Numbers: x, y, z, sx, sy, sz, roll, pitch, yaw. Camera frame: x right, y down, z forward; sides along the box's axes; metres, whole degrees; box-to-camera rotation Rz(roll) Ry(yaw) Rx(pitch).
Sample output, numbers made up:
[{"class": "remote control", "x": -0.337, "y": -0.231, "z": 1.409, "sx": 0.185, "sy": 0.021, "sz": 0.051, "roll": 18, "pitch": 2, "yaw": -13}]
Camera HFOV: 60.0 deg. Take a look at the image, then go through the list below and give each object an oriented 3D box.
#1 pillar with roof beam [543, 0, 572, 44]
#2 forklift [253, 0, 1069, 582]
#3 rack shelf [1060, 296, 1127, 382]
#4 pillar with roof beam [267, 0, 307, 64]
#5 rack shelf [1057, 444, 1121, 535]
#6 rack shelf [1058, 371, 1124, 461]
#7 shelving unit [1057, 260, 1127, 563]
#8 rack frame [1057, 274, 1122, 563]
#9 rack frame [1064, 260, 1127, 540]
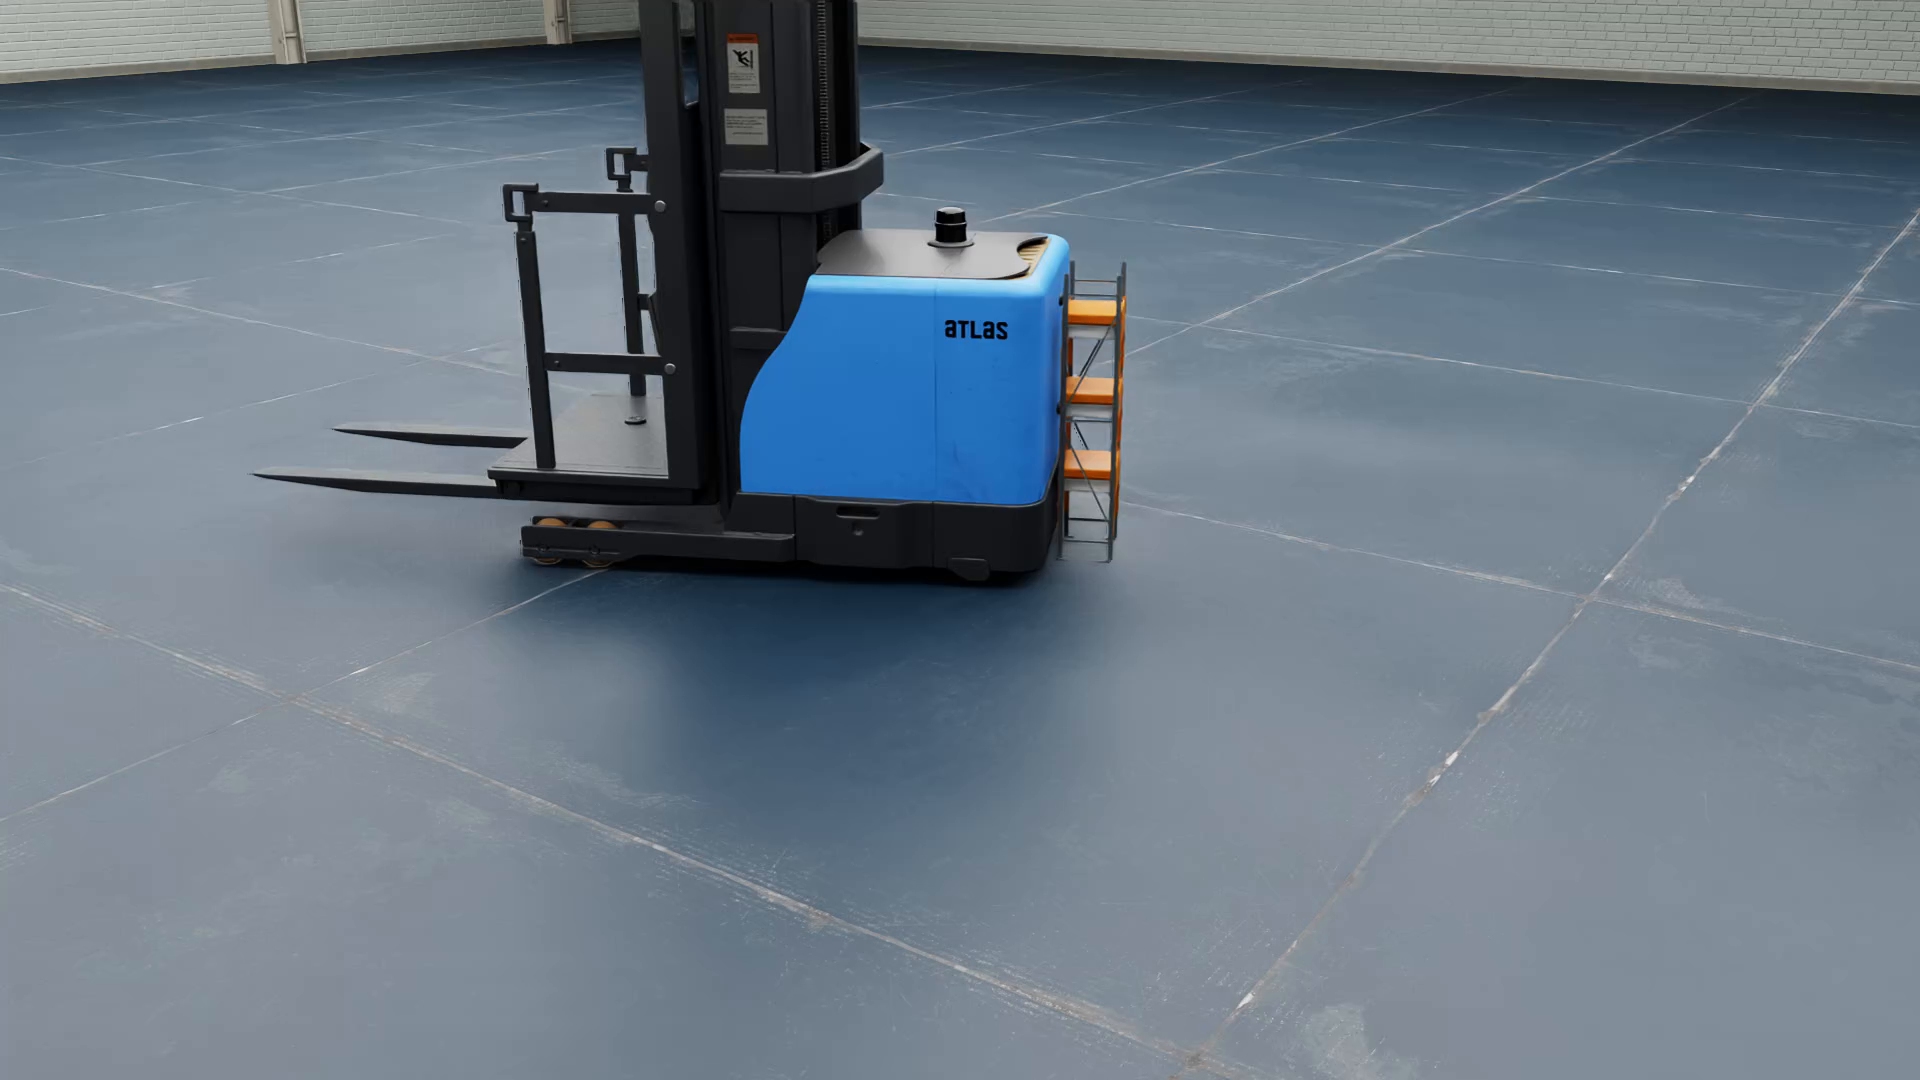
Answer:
[{"class": "pillar with roof beam", "x": -4.268, "y": -13.085, "z": 28.667, "sx": 9.100, "sy": 9.000, "sz": 0.400, "roll": 13, "pitch": 24, "yaw": 32}, {"class": "forklift", "x": -1.135, "y": -1.450, "z": 5.961, "sx": 3.031, "sy": 2.935, "sz": 1.130, "roll": 3, "pitch": 21, "yaw": 8}, {"class": "rack shelf", "x": 0.474, "y": -0.714, "z": 5.893, "sx": 0.215, "sy": 0.259, "sz": 0.240, "roll": 3, "pitch": 21, "yaw": 8}, {"class": "pillar with roof beam", "x": -7.641, "y": -11.363, "z": 24.013, "sx": 9.100, "sy": 9.000, "sz": 0.400, "roll": 13, "pitch": 24, "yaw": 32}, {"class": "rack shelf", "x": 0.473, "y": -0.187, "z": 6.088, "sx": 0.215, "sy": 0.259, "sz": 0.240, "roll": 3, "pitch": 21, "yaw": 8}, {"class": "rack shelf", "x": 0.474, "y": -0.447, "z": 5.991, "sx": 0.215, "sy": 0.259, "sz": 0.240, "roll": 3, "pitch": 21, "yaw": 8}, {"class": "shelving unit", "x": 0.474, "y": -0.457, "z": 5.988, "sx": 0.215, "sy": 1.050, "sz": 0.252, "roll": 3, "pitch": 21, "yaw": 8}, {"class": "rack frame", "x": 0.455, "y": -0.416, "z": 5.875, "sx": 0.200, "sy": 1.050, "sz": 0.008, "roll": 3, "pitch": 21, "yaw": 8}, {"class": "rack frame", "x": 0.492, "y": -0.499, "z": 6.101, "sx": 0.200, "sy": 1.050, "sz": 0.008, "roll": 3, "pitch": 21, "yaw": 8}]
